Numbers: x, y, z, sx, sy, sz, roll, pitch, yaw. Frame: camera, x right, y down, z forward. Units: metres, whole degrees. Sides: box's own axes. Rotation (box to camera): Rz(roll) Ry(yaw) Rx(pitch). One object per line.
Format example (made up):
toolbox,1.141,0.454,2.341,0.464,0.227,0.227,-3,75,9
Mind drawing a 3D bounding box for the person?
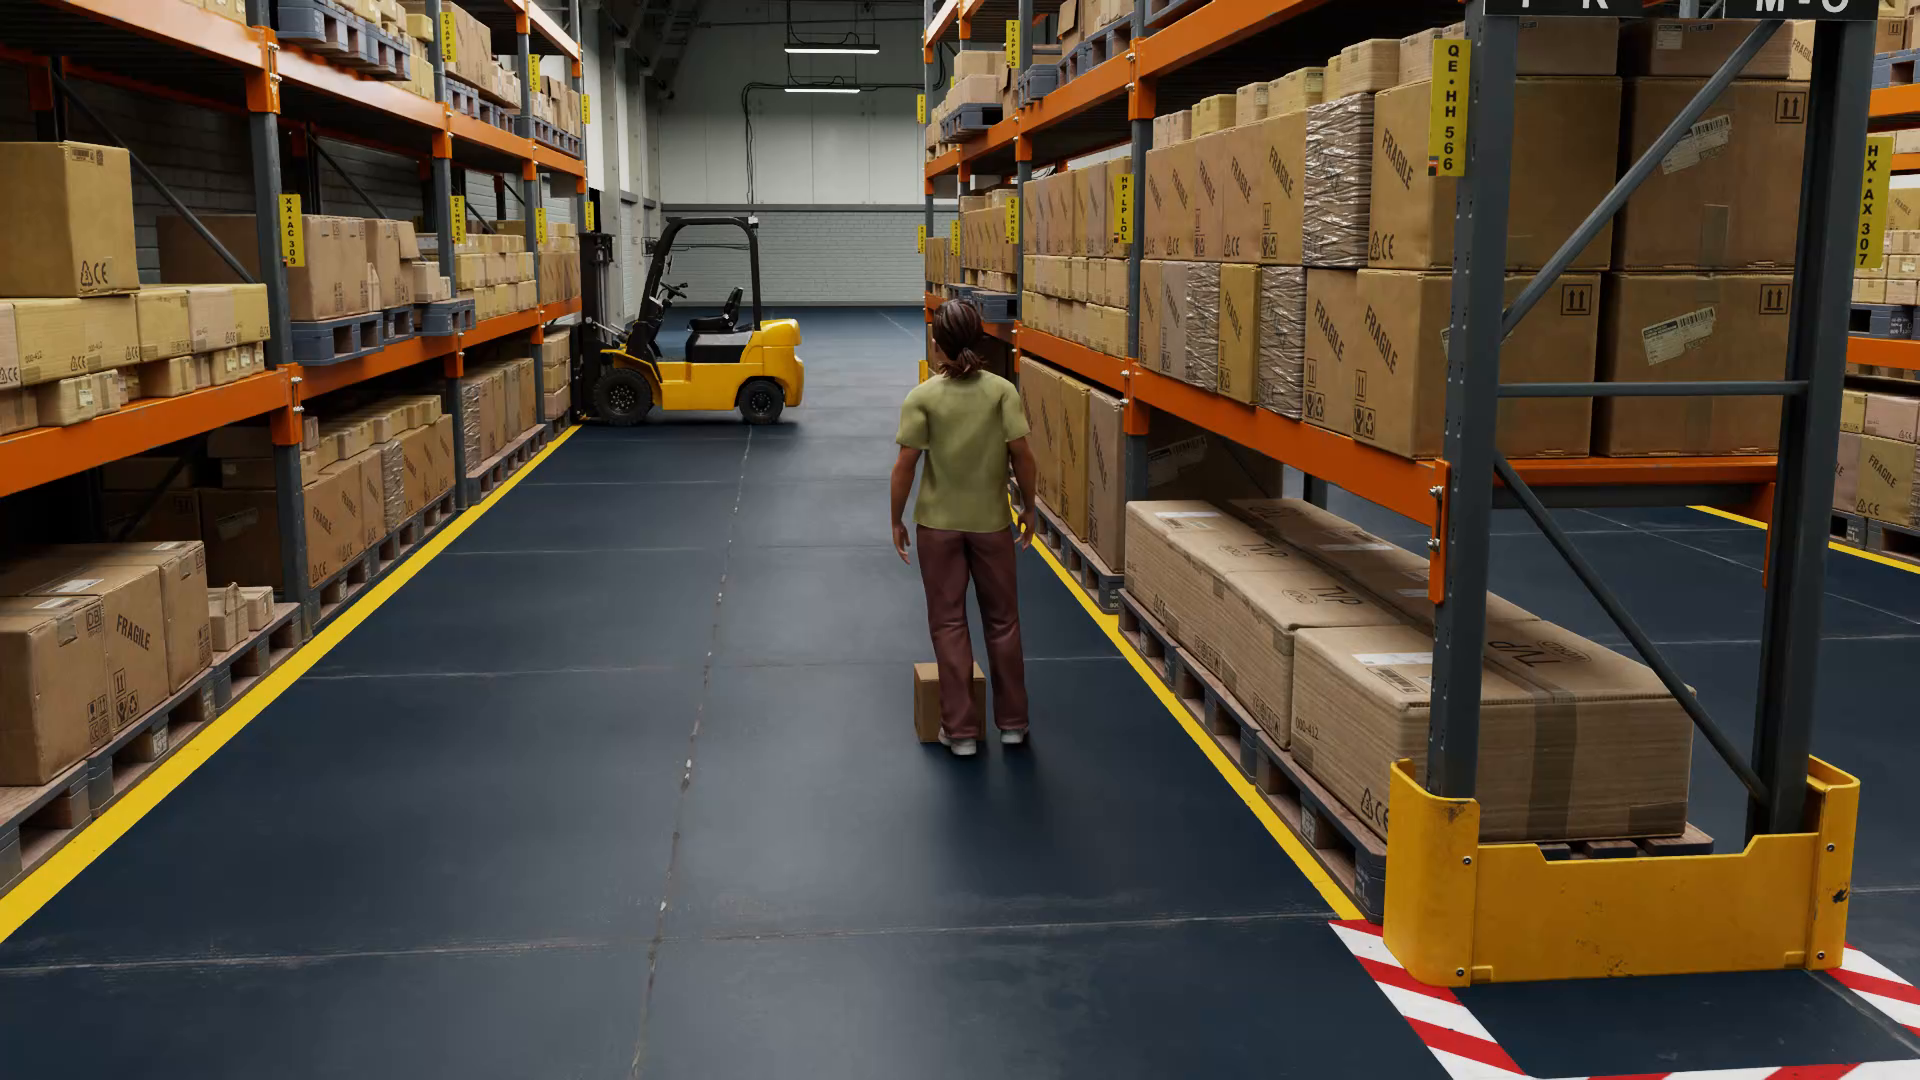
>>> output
person,0.014,-0.046,6.113,0.553,1.675,0.549,-1,10,-6
